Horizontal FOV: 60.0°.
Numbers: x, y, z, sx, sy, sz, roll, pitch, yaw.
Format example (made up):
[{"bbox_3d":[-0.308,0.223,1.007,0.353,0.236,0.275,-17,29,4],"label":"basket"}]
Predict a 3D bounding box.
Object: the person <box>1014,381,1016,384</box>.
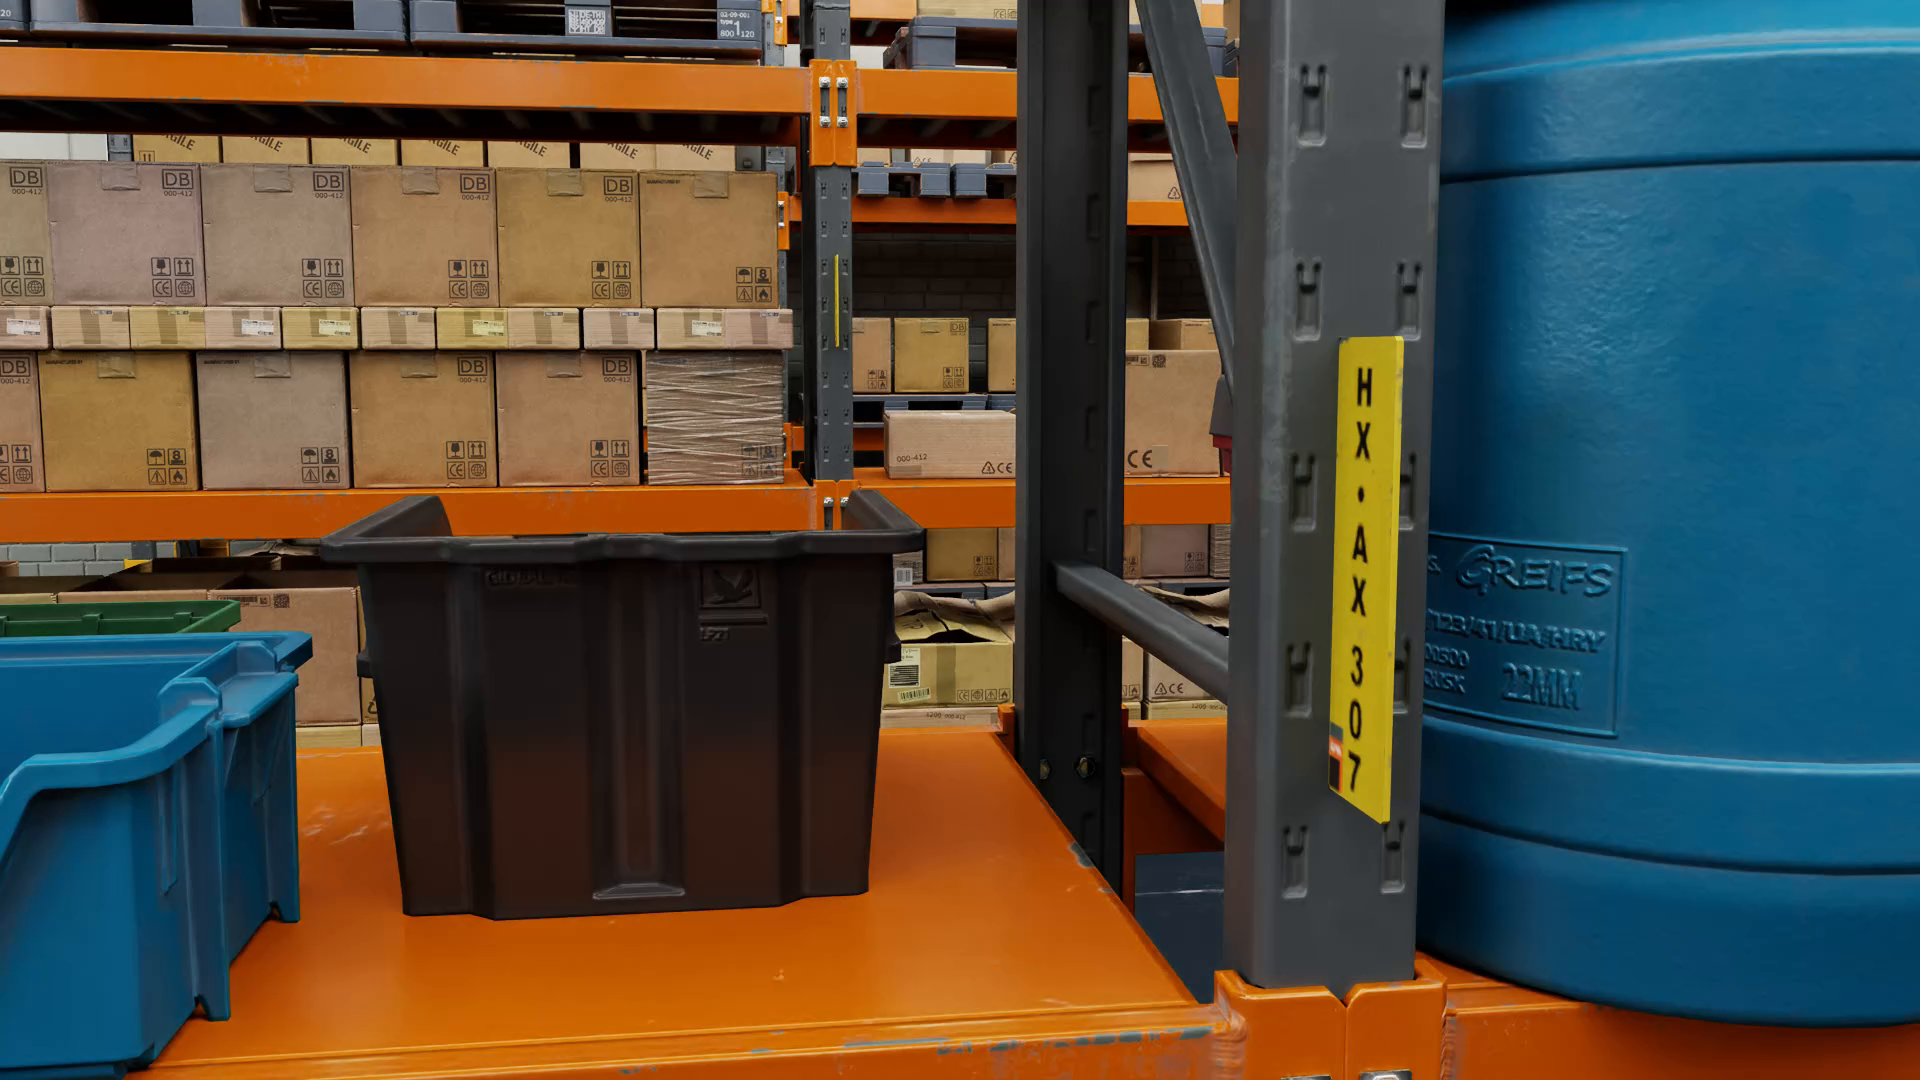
[{"bbox_3d":[0.474,-0.036,8.358,0.552,1.771,0.586,4,7,29],"label":"person"}]
